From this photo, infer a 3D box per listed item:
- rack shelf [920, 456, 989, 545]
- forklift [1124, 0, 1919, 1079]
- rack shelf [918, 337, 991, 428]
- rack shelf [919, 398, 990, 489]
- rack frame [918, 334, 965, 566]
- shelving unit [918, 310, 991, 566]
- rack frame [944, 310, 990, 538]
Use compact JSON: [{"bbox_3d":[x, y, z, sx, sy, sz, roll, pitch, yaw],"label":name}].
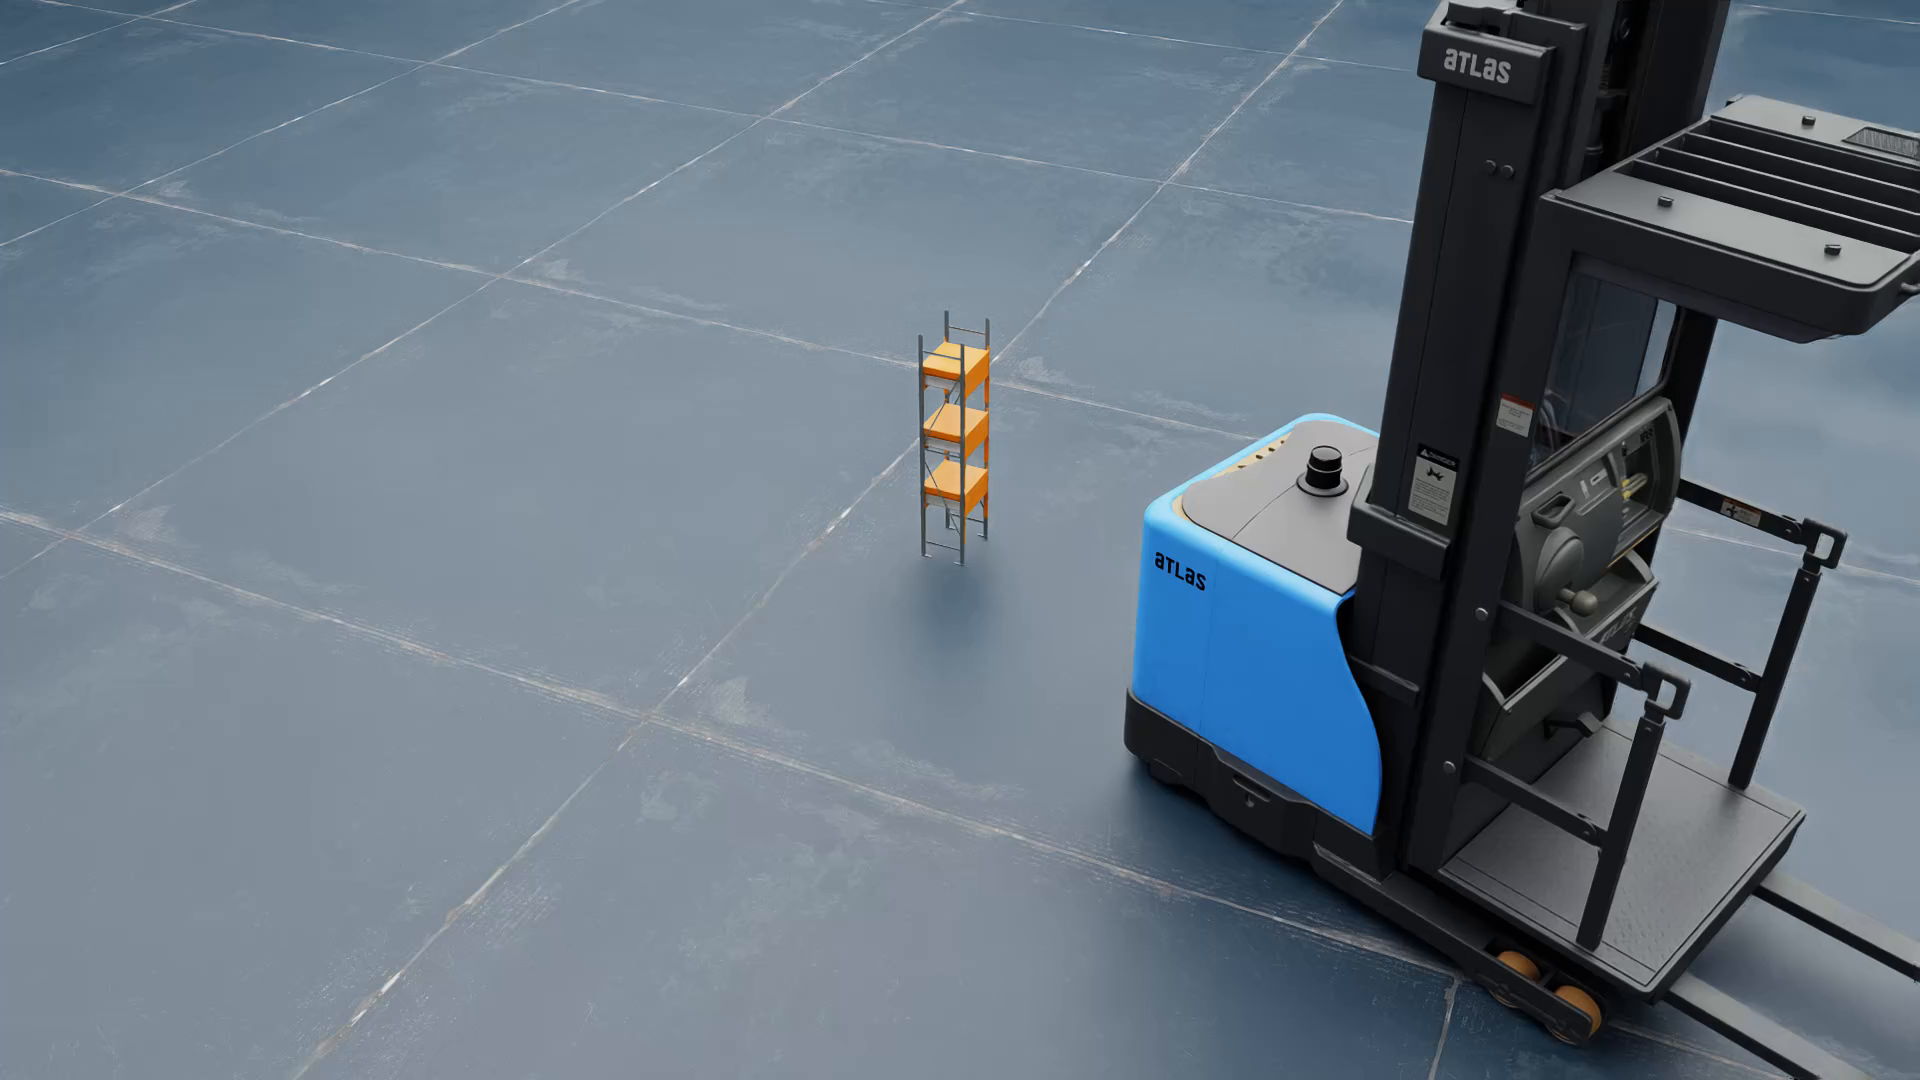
[{"bbox_3d":[-0.022,-0.171,7.080,0.215,0.259,0.240,14,36,20],"label":"rack shelf"},{"bbox_3d":[1.981,-0.048,4.650,1.130,2.935,3.031,-28,43,-36],"label":"forklift"},{"bbox_3d":[-0.022,-0.641,6.772,0.215,0.259,0.240,14,36,20],"label":"rack shelf"},{"bbox_3d":[-0.022,-0.404,6.927,0.215,0.259,0.240,14,36,20],"label":"rack shelf"},{"bbox_3d":[-0.073,-0.352,6.829,0.200,1.050,0.008,14,36,20],"label":"rack frame"},{"bbox_3d":[-0.022,-0.412,6.921,0.215,1.050,0.252,14,36,20],"label":"shelving unit"},{"bbox_3d":[0.029,-0.473,7.014,0.200,1.050,0.008,14,36,20],"label":"rack frame"}]
